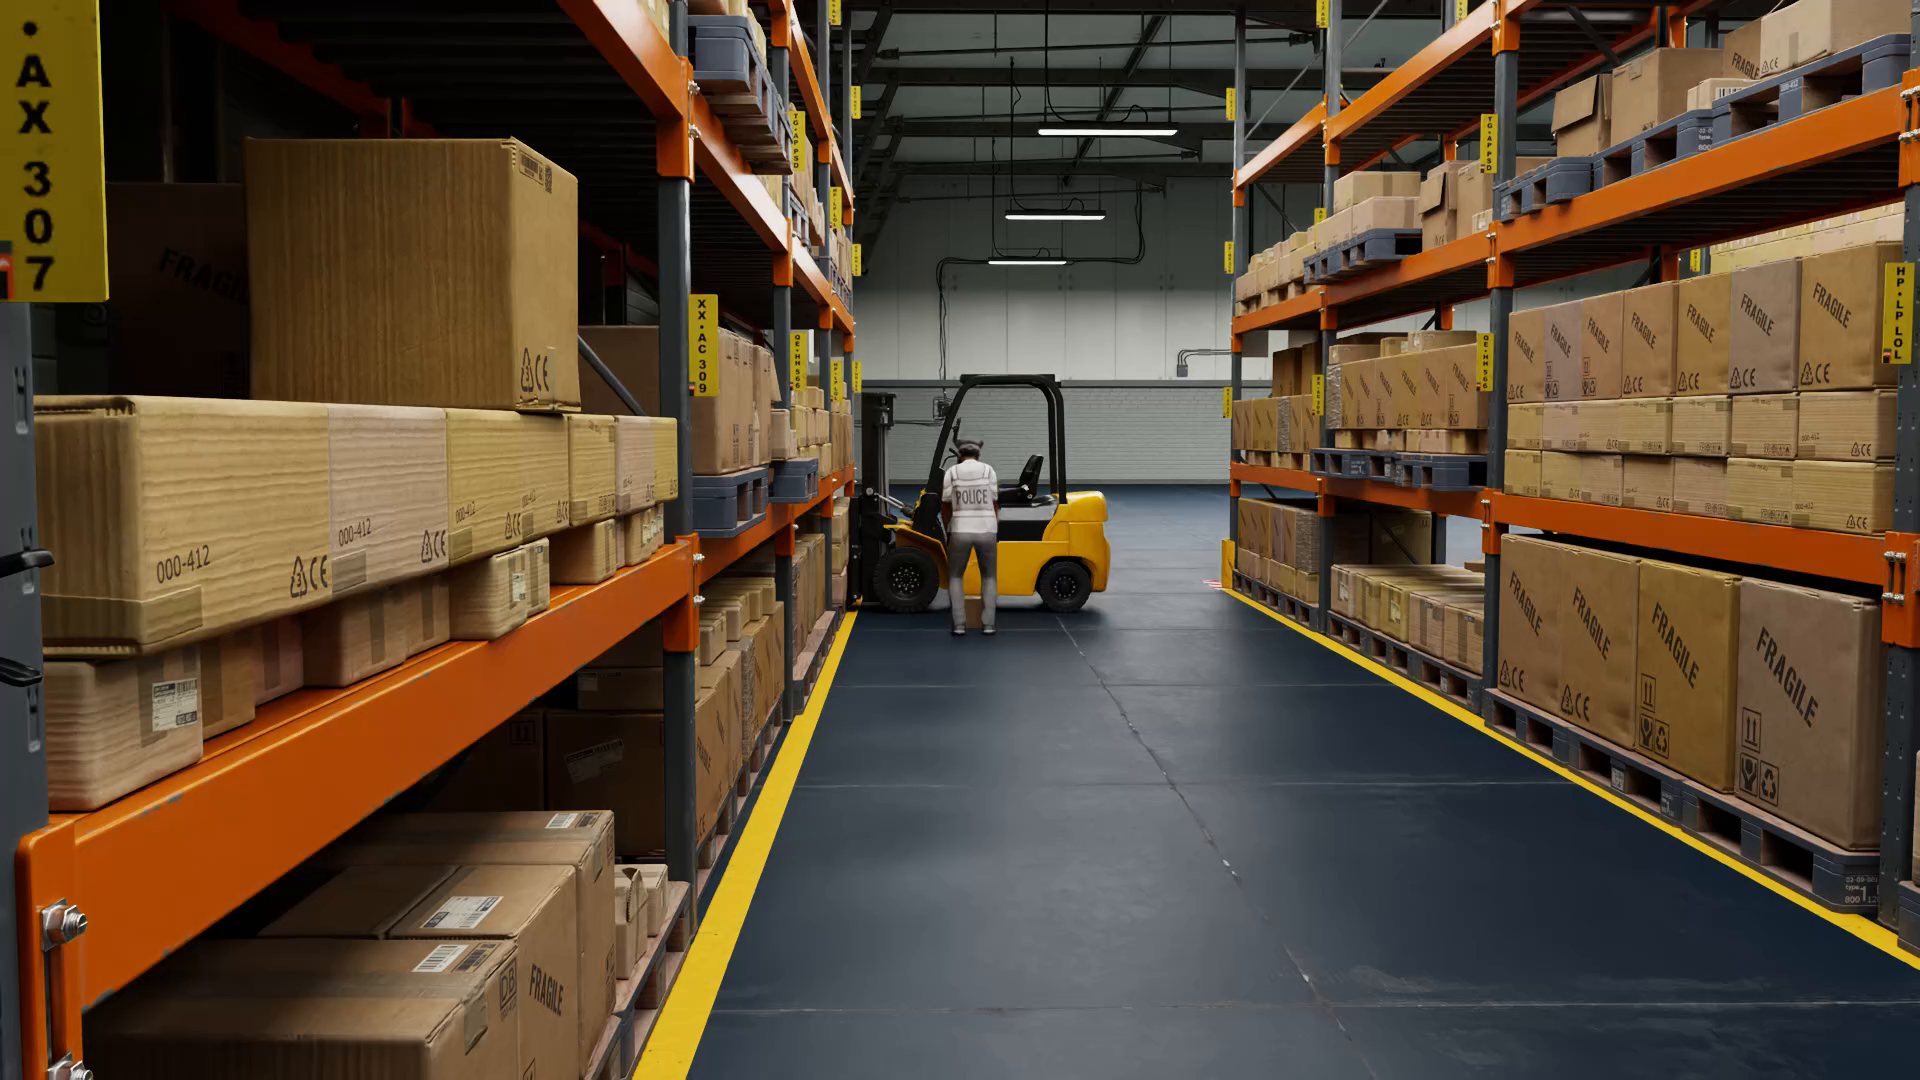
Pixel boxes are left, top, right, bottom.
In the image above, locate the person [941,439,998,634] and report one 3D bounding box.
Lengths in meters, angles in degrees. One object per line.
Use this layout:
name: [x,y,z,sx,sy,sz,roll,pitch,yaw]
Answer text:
person: [0.077,-0.026,13.506,0.469,1.591,0.500,0,4,0]
